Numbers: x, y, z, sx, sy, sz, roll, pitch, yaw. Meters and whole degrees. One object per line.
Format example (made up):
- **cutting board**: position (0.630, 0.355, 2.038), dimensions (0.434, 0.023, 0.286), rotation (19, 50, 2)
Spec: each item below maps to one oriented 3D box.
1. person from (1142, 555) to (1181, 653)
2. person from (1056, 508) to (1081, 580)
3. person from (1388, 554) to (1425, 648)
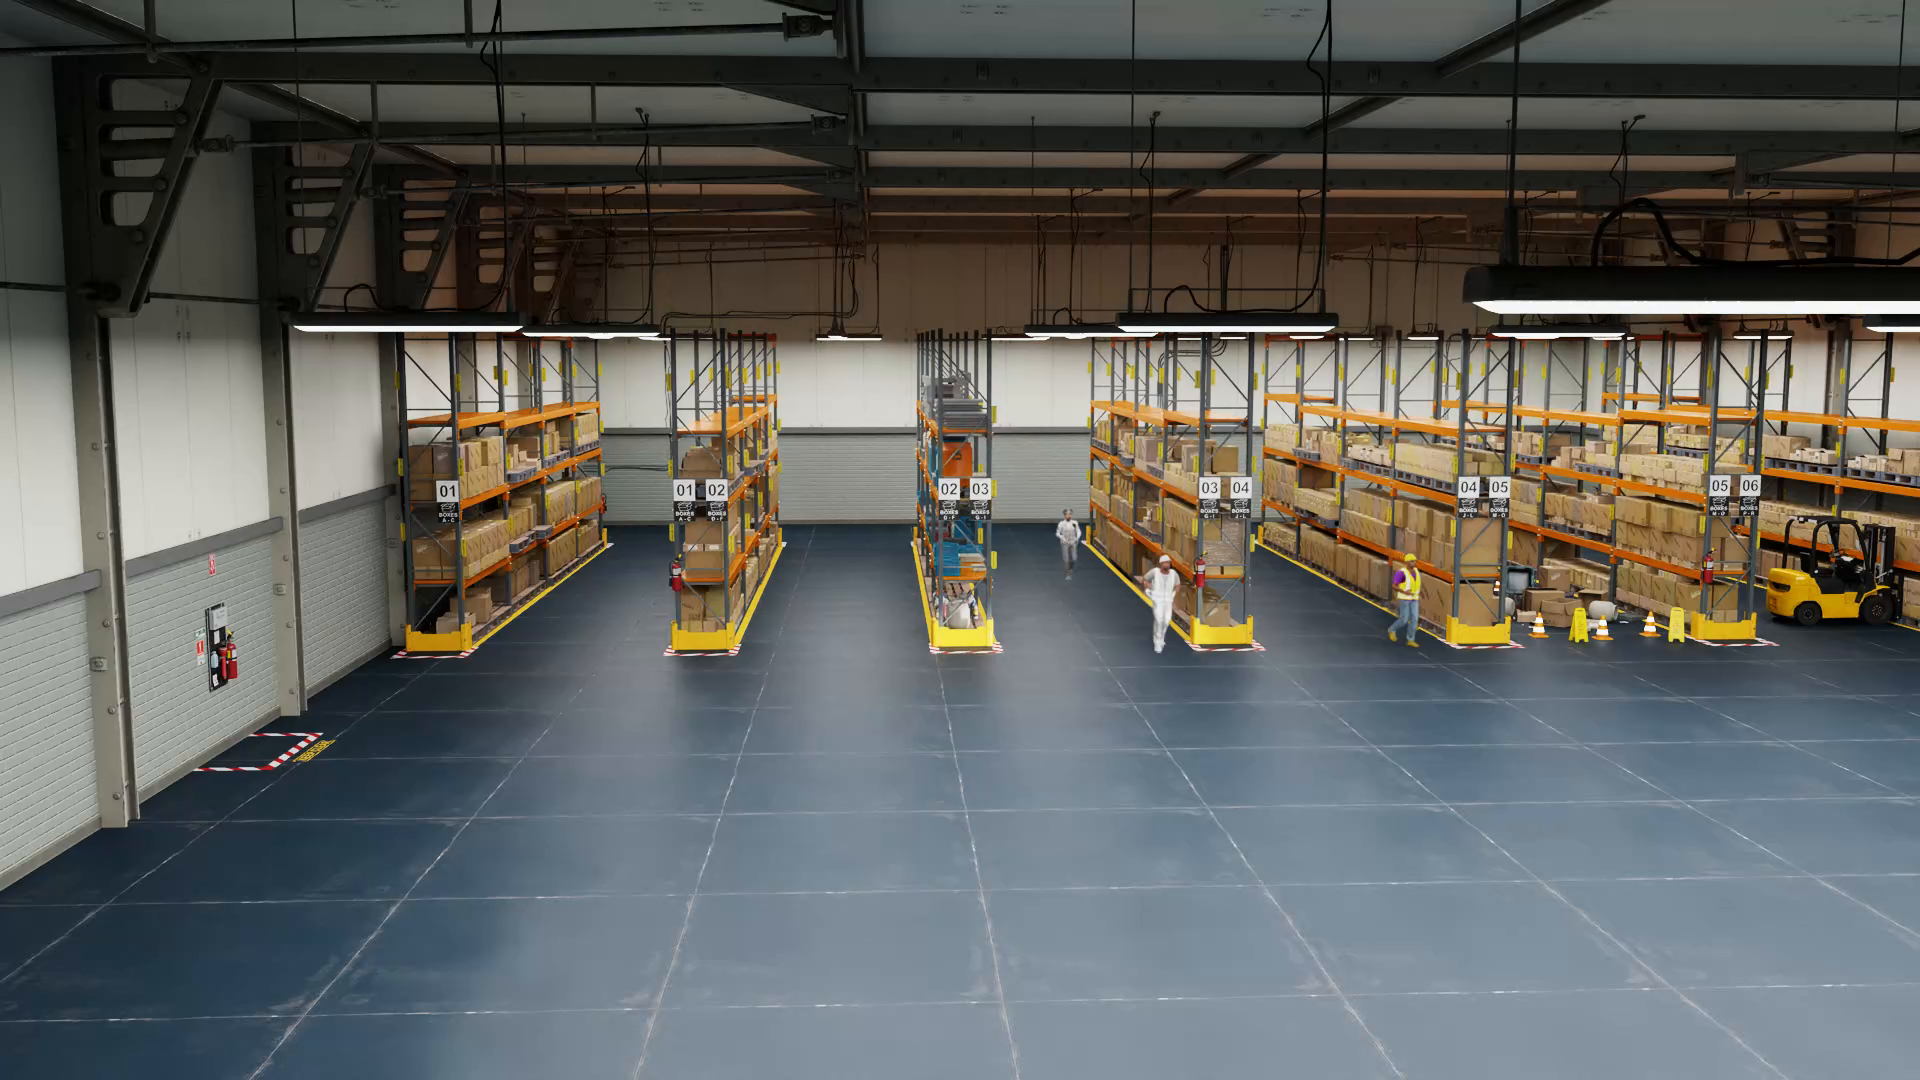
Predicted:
- **person**: position (3.807, 1.178, 31.217), dimensions (0.690, 1.818, 0.734), rotation (-1, 7, -11)
- **person**: position (2.517, 0.106, 38.222), dimensions (0.589, 1.680, 0.528), rotation (-1, 7, -5)
- **person**: position (8.508, 1.129, 31.629), dimensions (0.732, 1.750, 0.774), rotation (-3, 7, -26)
